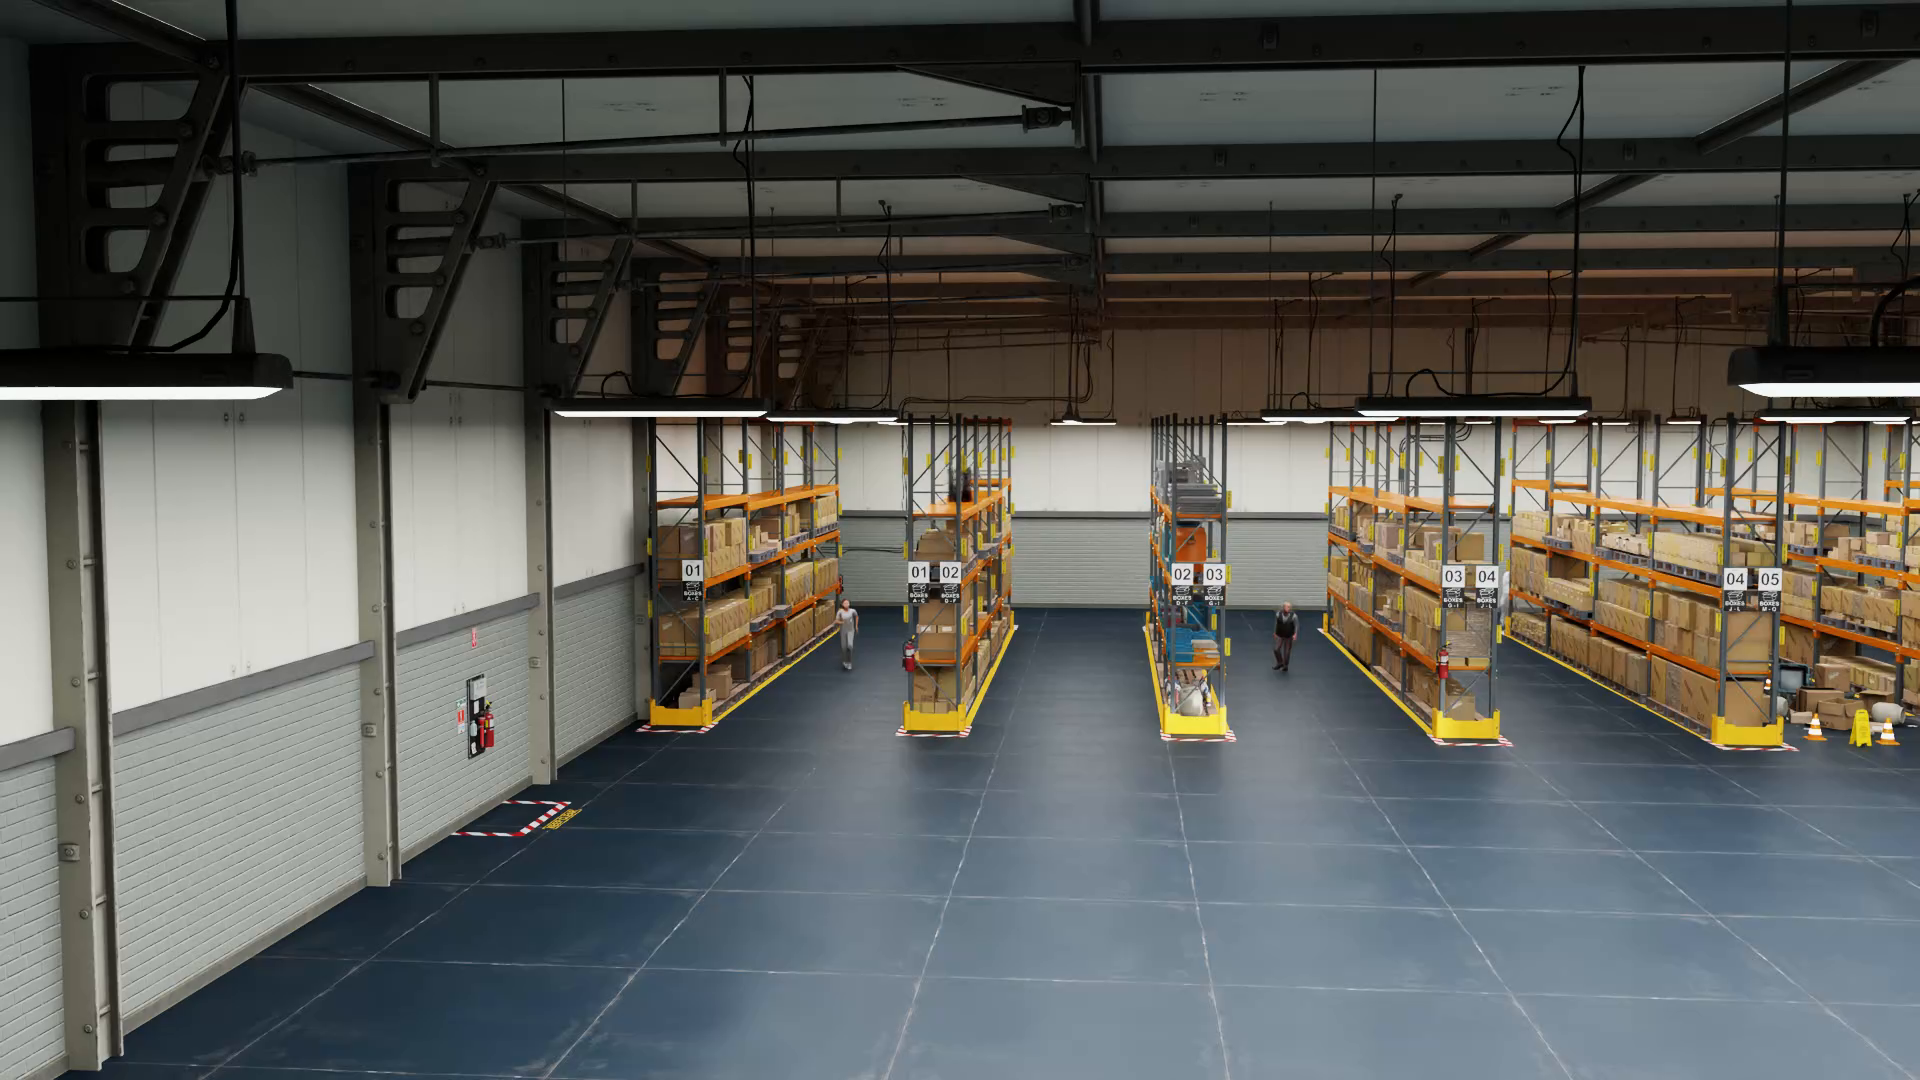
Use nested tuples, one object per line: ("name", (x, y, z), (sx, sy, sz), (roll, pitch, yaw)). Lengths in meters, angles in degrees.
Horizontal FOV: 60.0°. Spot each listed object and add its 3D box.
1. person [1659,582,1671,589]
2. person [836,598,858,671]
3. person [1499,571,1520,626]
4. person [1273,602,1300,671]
("person", (19.946, 1.711, 47.014), (0.849, 1.710, 0.562), (0, 4, -3))
("person", (-2.688, 2.231, 39.522), (0.518, 1.713, 0.818), (0, 4, 0))
("person", (15.962, 1.579, 48.220), (0.810, 1.840, 0.665), (-4, 5, -43))
("person", (7.625, 2.260, 38.905), (0.654, 1.664, 0.732), (1, 4, 17))
